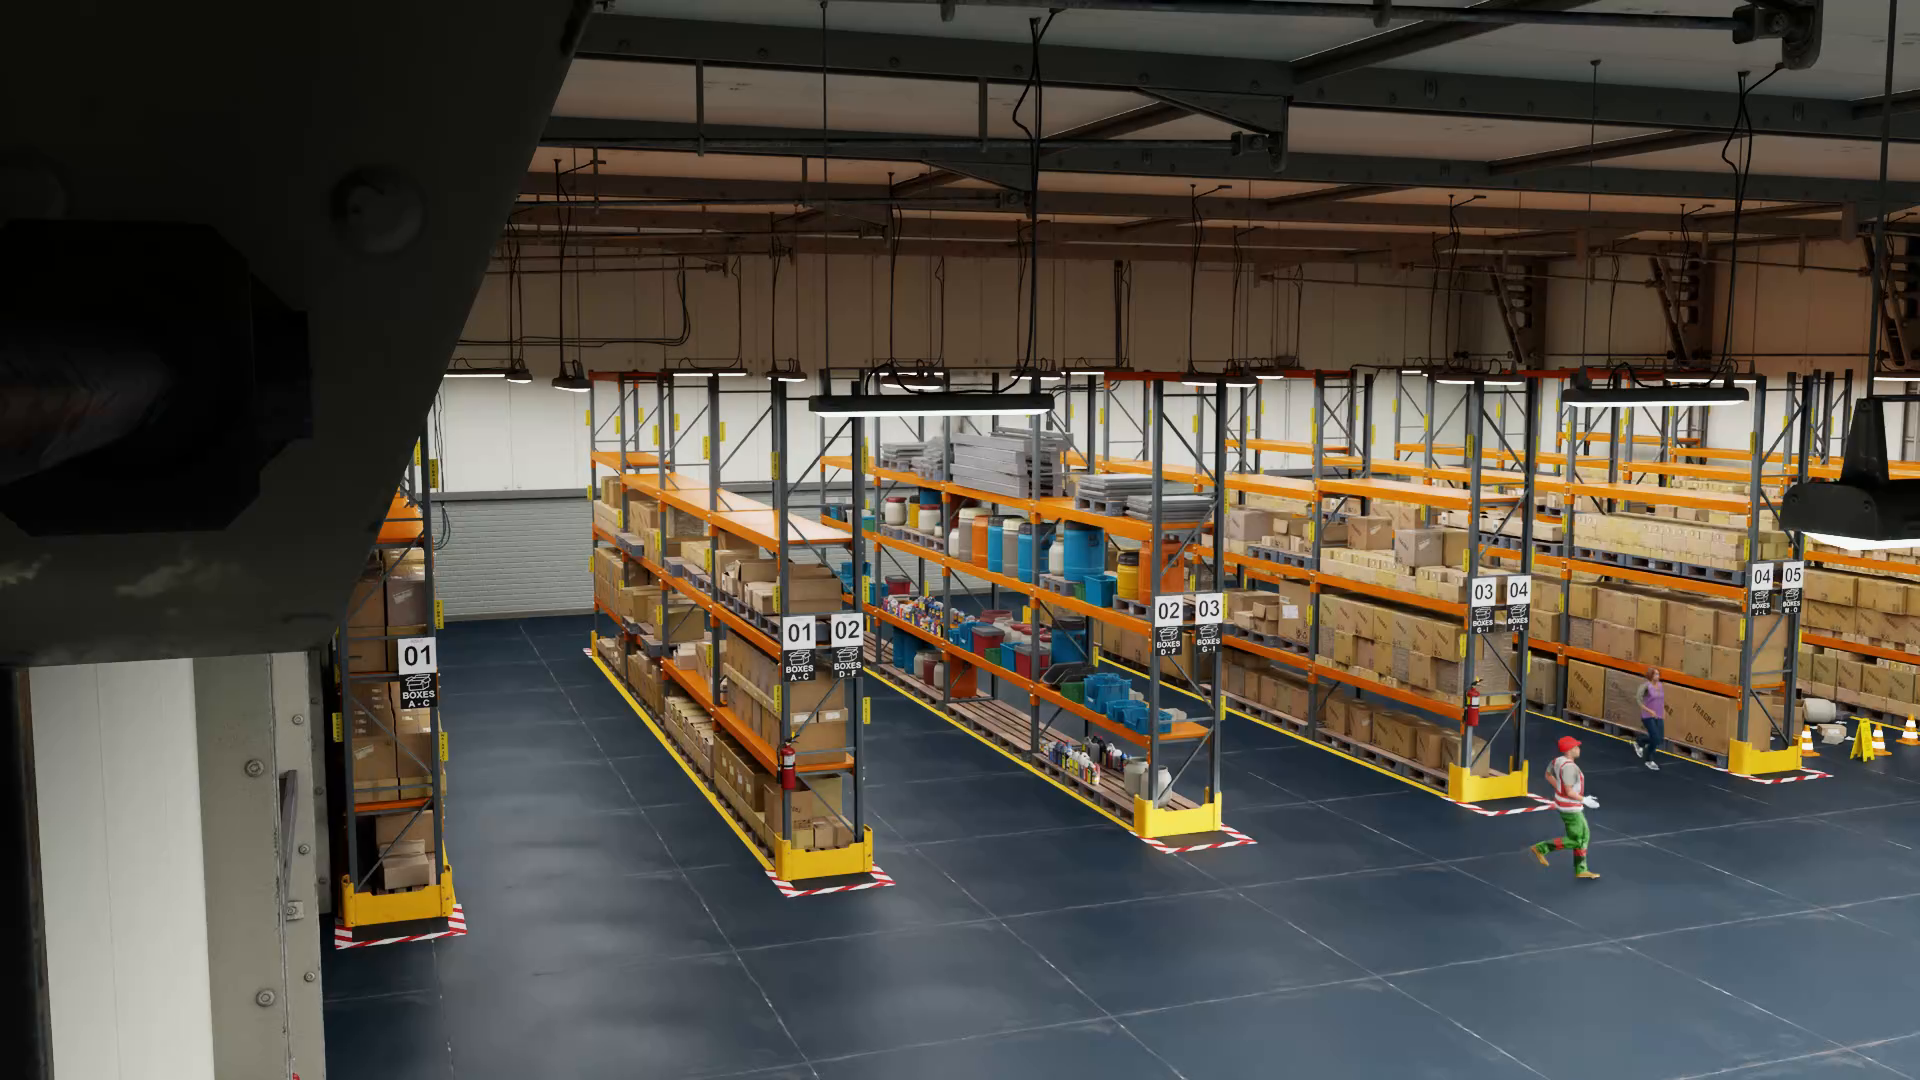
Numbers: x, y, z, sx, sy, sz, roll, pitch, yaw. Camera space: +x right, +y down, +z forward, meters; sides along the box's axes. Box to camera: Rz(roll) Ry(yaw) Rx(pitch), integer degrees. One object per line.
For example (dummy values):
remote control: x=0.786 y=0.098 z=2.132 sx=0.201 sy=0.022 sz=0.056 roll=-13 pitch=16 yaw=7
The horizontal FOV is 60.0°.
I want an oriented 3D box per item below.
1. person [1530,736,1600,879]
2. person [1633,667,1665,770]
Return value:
person: x=7.335 y=3.228 z=20.107 sx=0.848 sy=1.748 sz=0.669 roll=1 pitch=6 yaw=7
person: x=10.580 y=2.715 z=25.559 sx=0.548 sy=1.564 sz=0.572 roll=-3 pitch=7 yaw=-24
